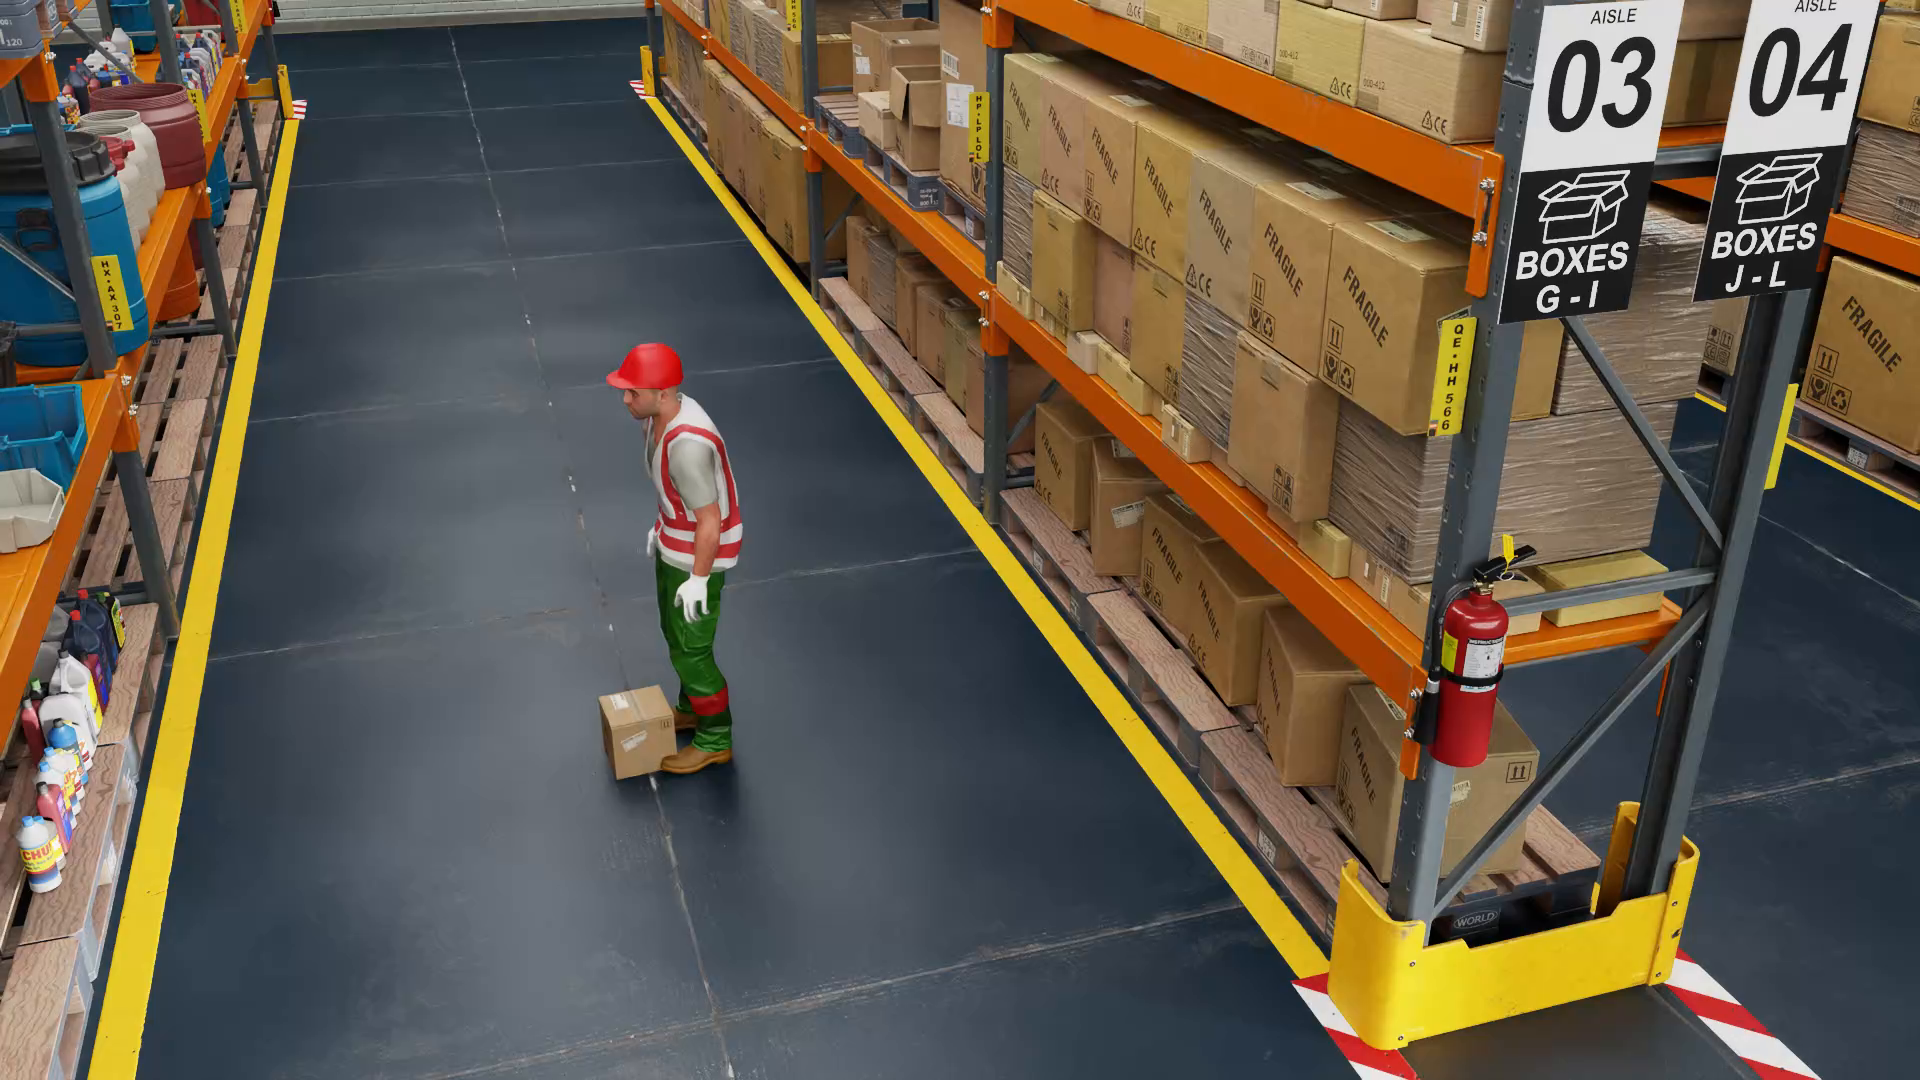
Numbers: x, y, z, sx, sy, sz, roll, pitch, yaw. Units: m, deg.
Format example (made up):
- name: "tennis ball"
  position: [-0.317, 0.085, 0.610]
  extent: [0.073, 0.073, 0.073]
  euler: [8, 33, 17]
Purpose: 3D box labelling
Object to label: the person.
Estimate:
- name: "person"
  position: [-1.083, 0.066, 6.463]
  extent: [0.452, 1.778, 0.613]
  euler: [-10, 28, -19]
